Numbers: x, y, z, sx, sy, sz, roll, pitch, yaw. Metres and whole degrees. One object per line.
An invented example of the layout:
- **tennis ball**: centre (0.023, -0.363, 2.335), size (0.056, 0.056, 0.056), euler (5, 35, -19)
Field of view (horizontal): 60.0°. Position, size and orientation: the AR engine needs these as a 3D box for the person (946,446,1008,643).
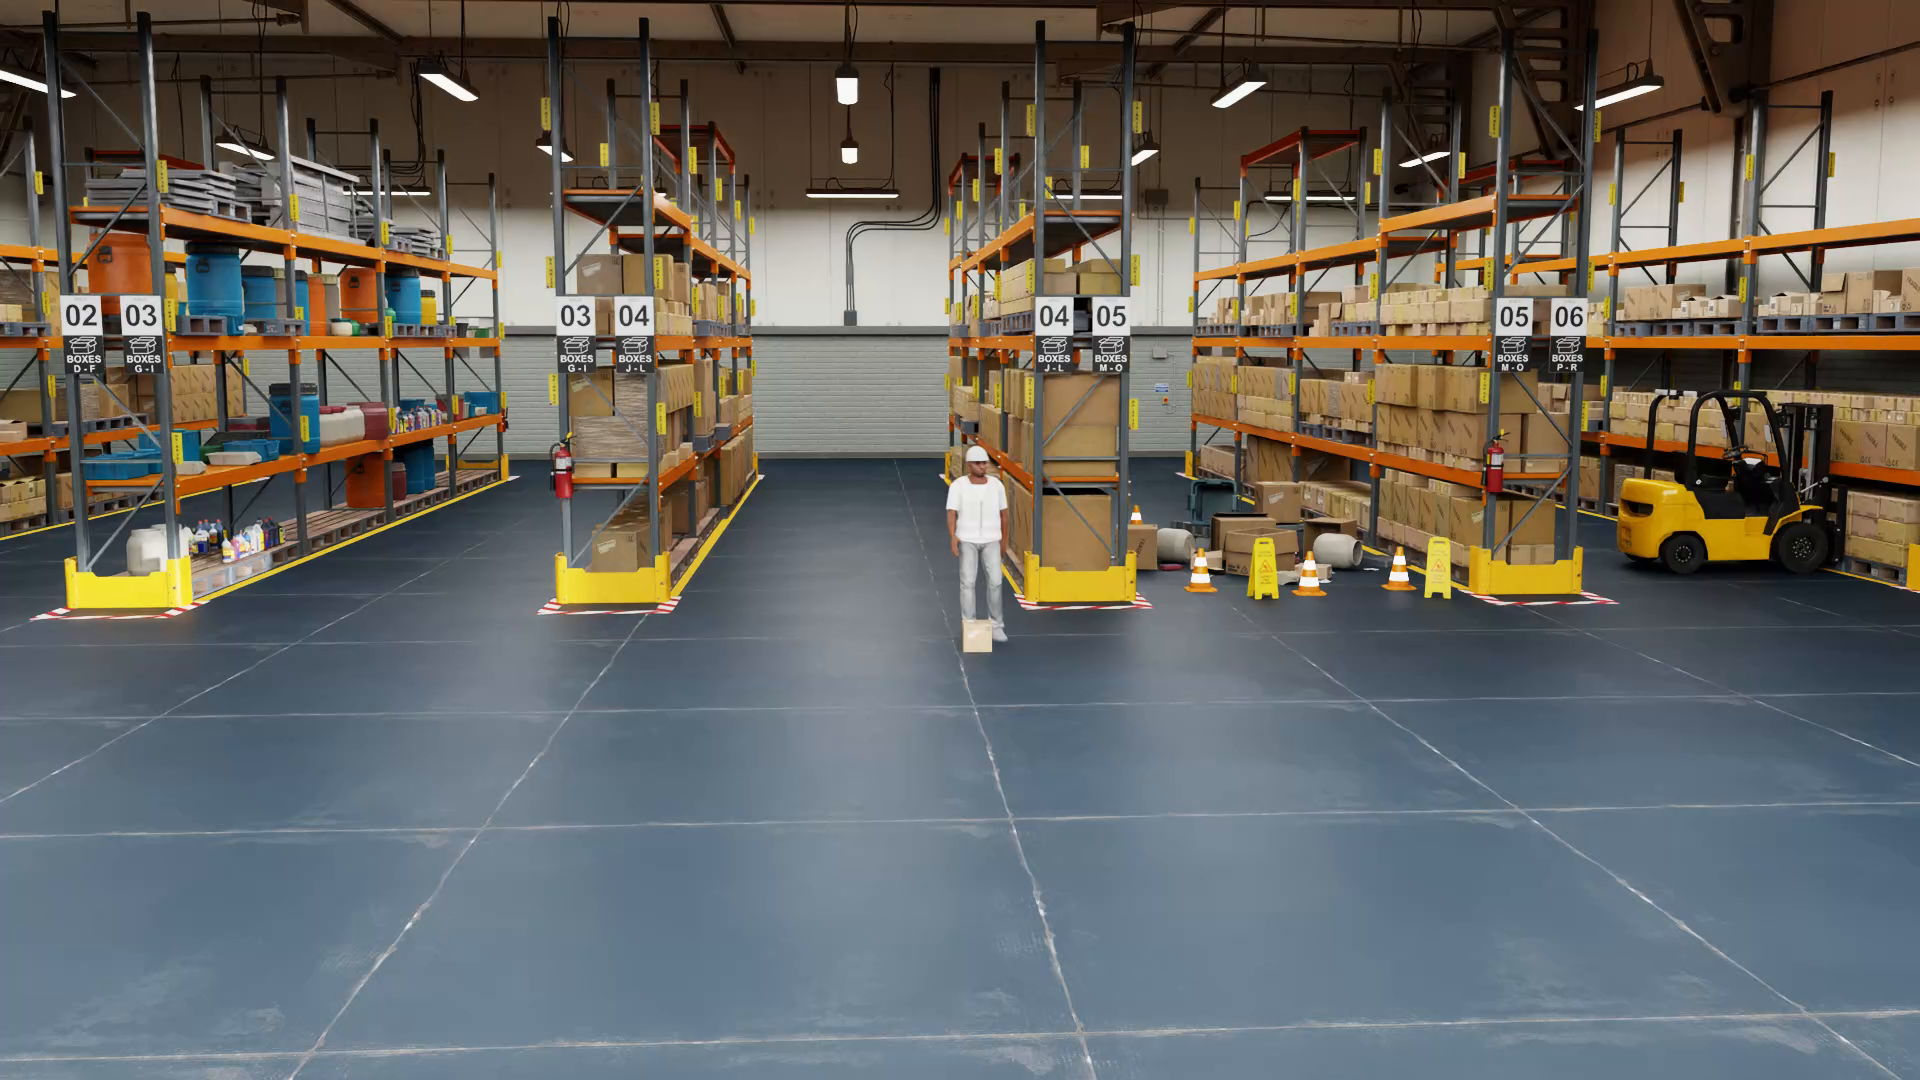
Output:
- **person**: centre (0.173, 0.043, 15.267), size (0.590, 1.803, 0.495), euler (-1, 7, -8)
